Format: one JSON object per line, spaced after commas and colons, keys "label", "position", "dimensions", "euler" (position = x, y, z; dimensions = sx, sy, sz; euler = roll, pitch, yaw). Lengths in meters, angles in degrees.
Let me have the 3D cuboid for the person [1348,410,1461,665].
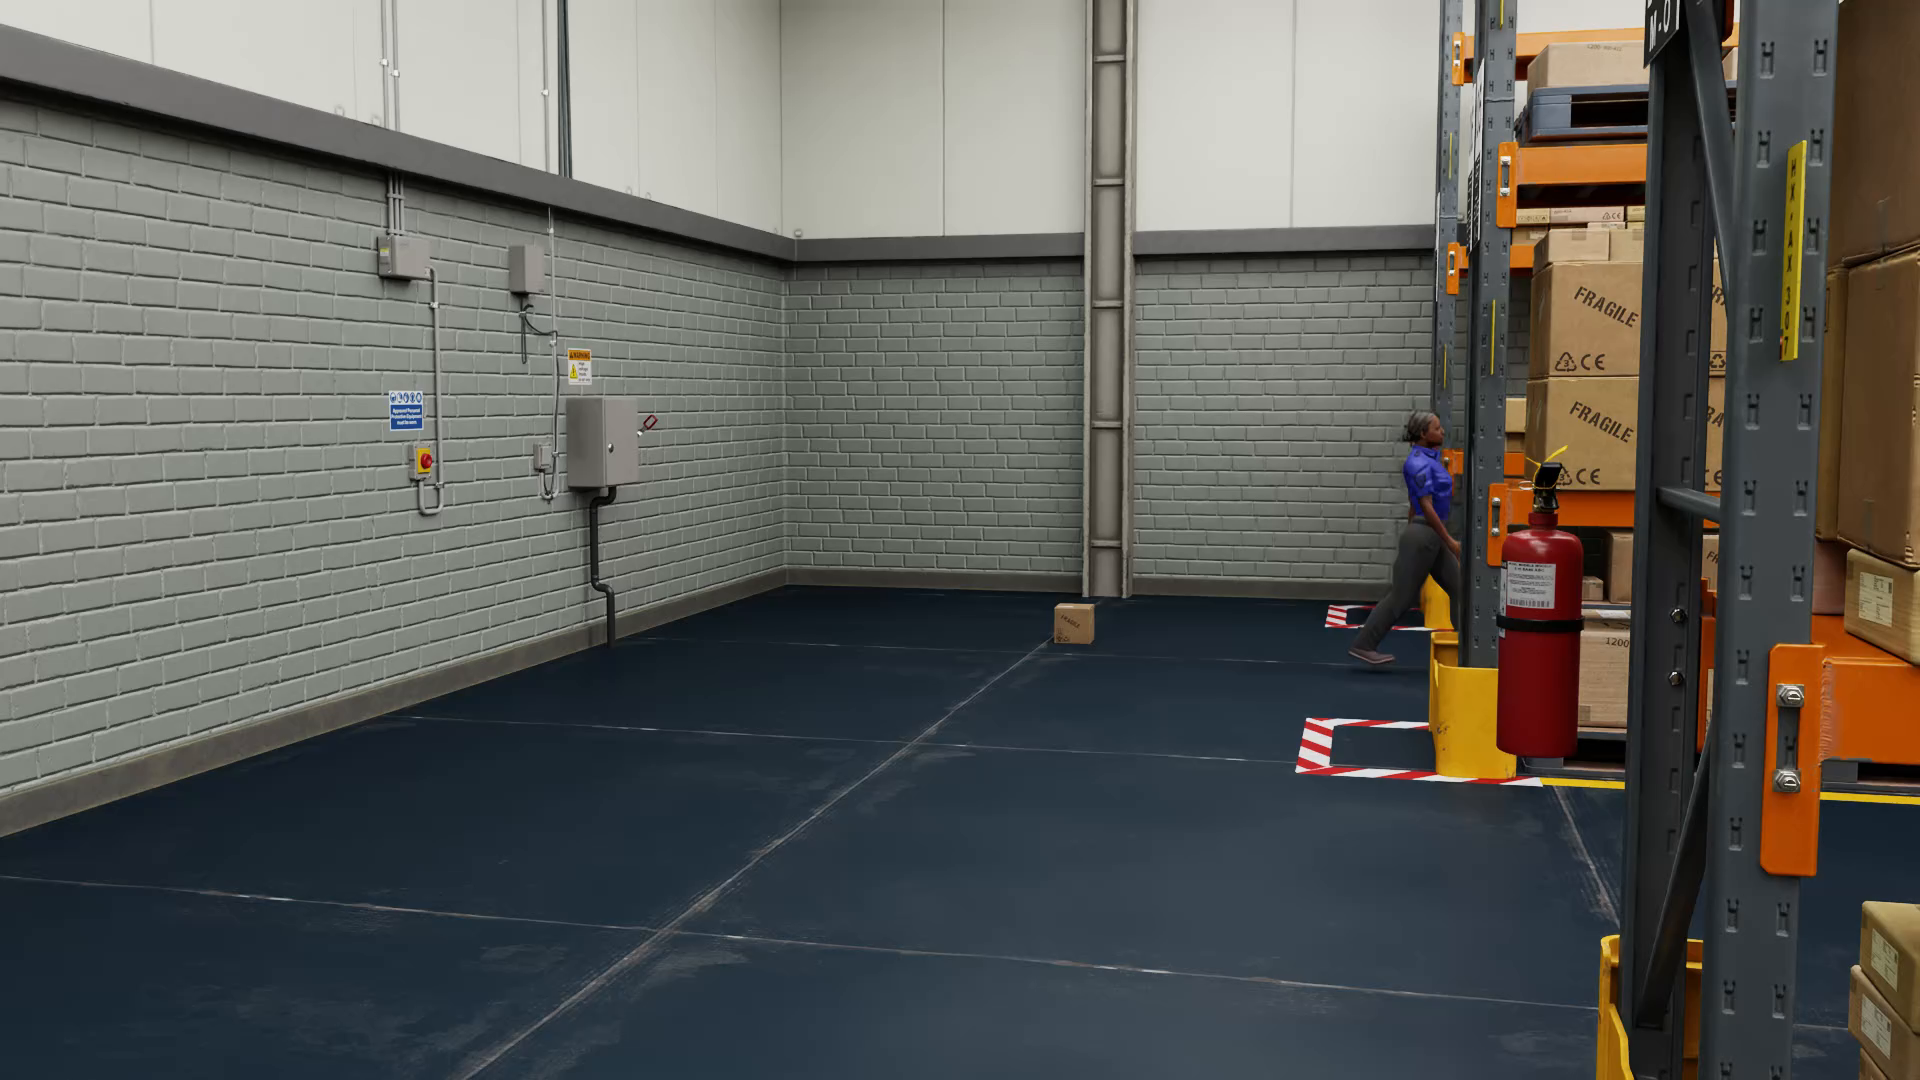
{"label": "person", "position": [2.901, 0.006, 10.184], "dimensions": [0.991, 1.593, 0.442], "euler": [3, 6, 31]}
